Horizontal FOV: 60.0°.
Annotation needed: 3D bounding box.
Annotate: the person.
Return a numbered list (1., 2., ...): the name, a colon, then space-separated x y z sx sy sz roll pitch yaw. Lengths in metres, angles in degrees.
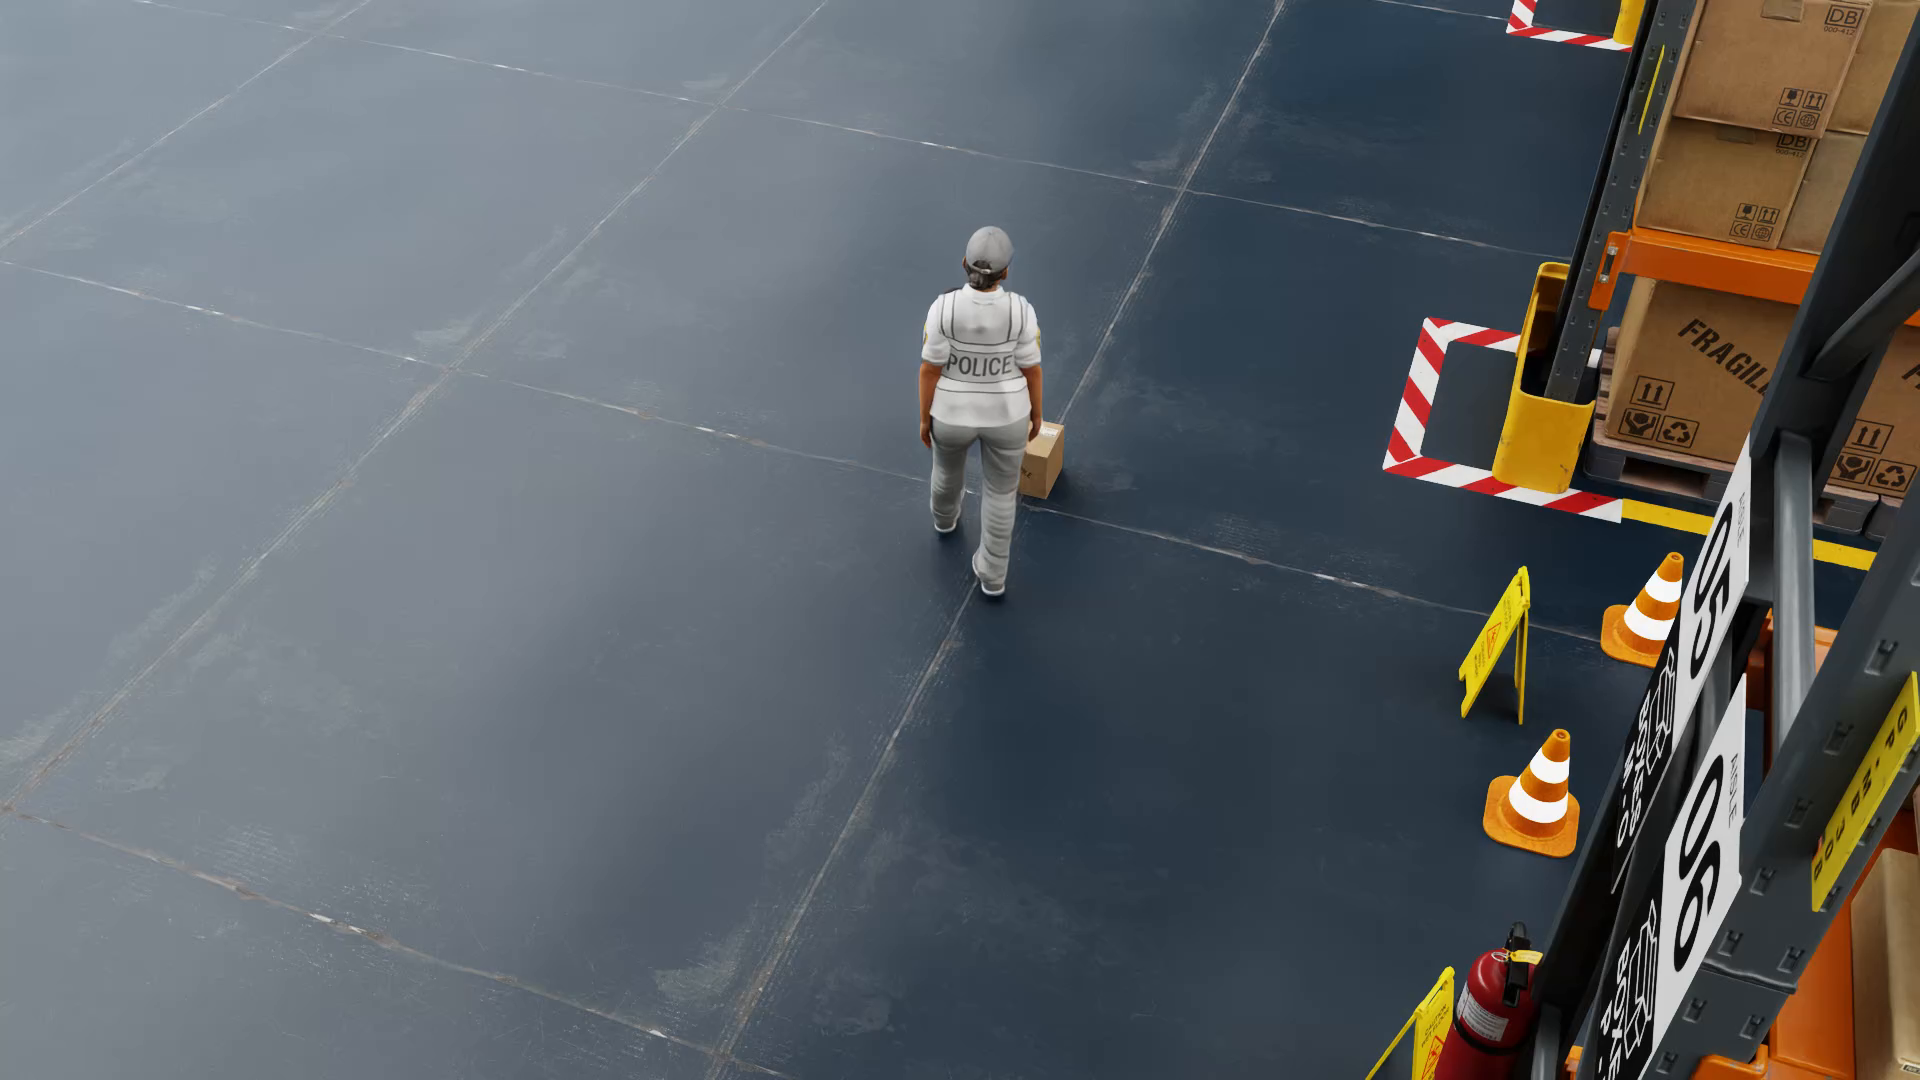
1. person: 0.094 -0.590 6.814 0.493 1.650 0.704 3 42 3
